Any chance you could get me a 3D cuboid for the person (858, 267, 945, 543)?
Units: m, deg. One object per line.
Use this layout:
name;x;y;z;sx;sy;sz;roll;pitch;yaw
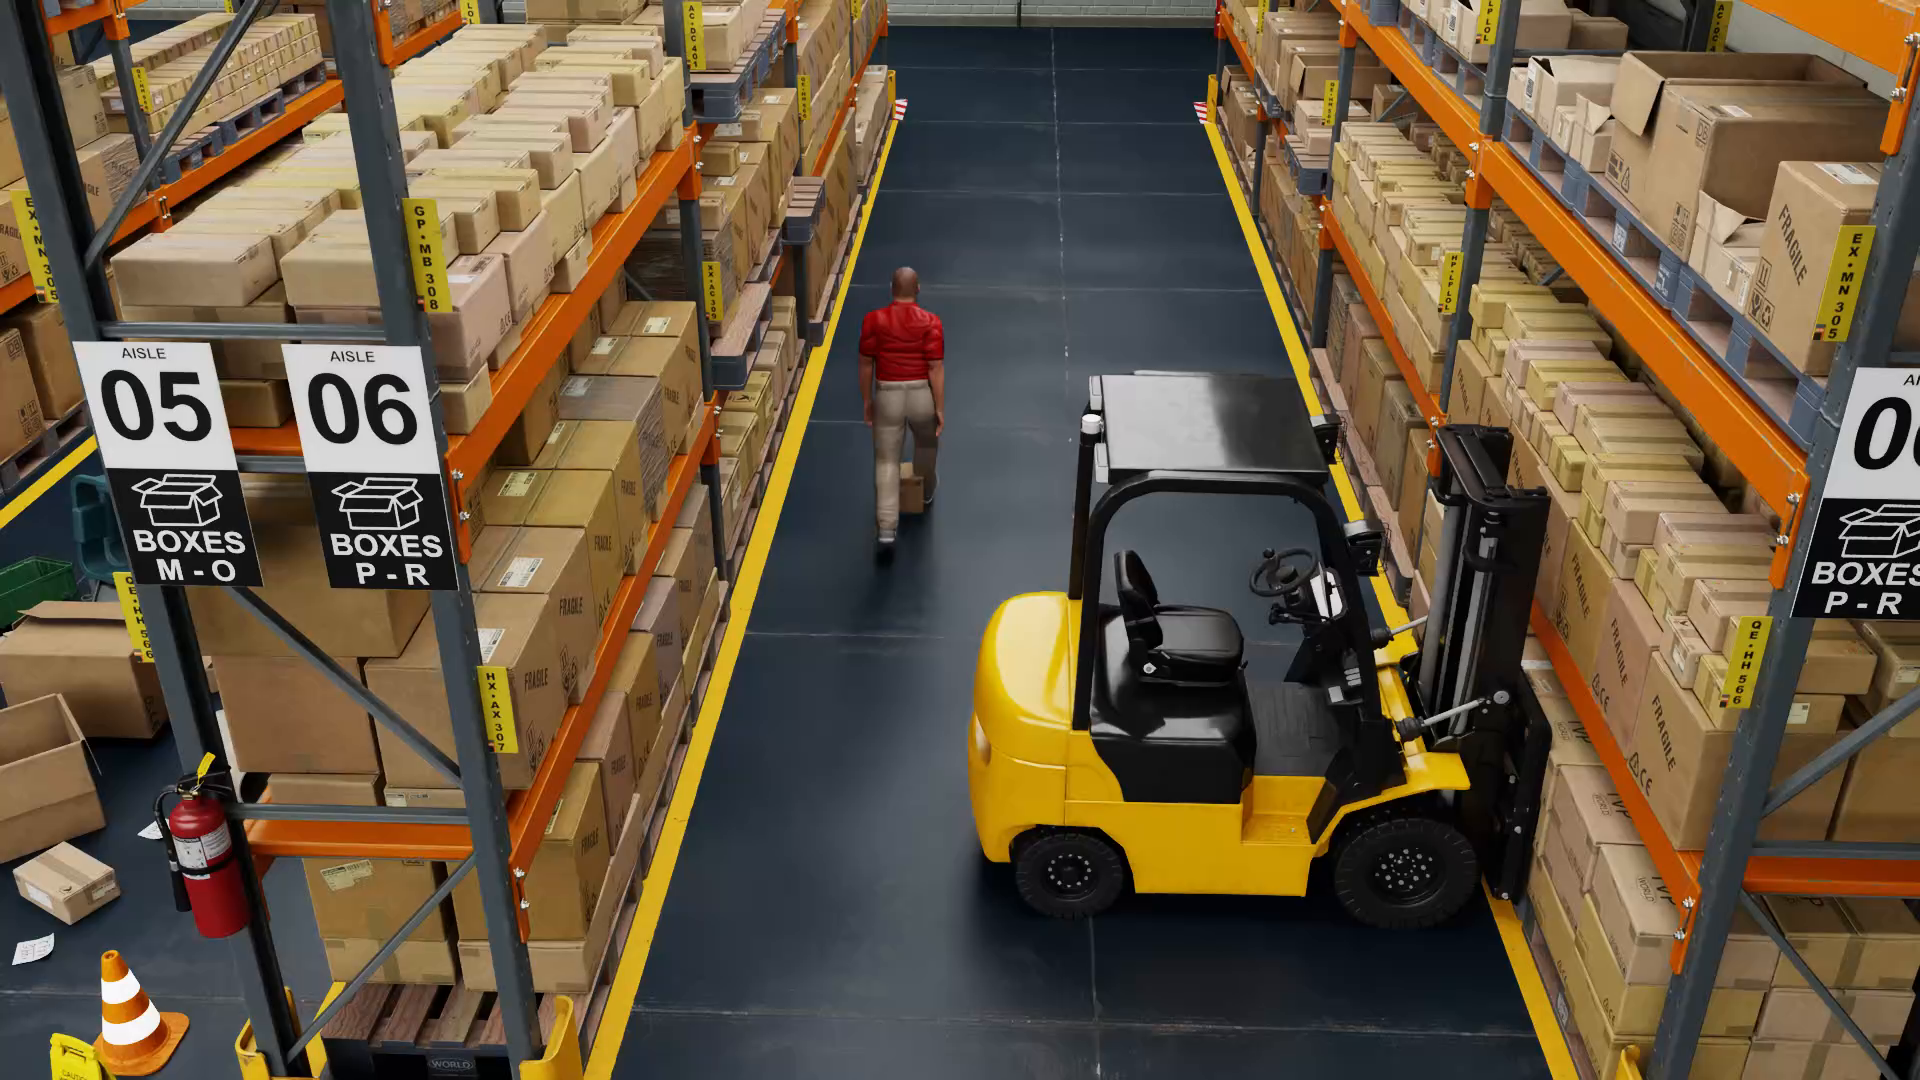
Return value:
person;-0.361;-0.847;10.295;0.537;1.667;1.127;0;28;1
